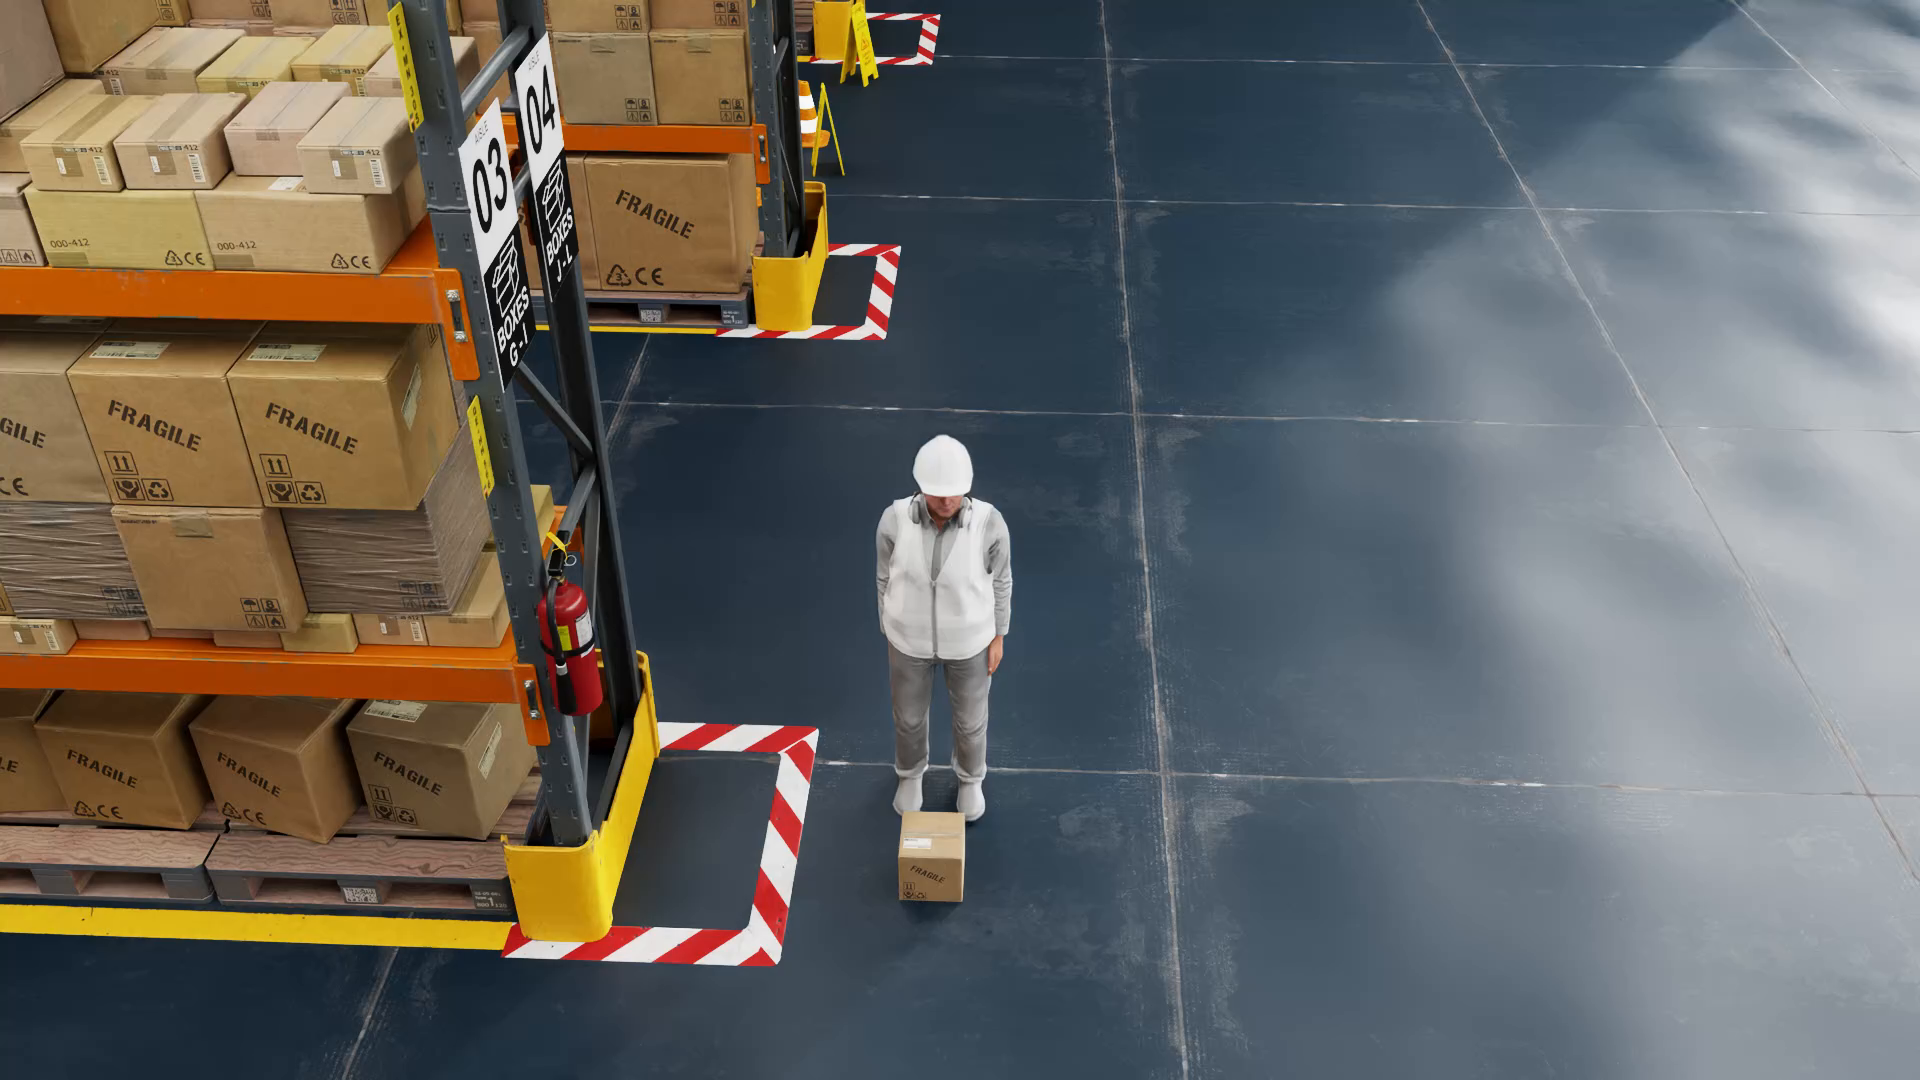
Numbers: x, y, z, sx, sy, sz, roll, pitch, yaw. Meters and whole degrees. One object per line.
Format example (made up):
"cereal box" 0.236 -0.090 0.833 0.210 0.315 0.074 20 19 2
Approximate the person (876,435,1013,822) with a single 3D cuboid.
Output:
"person" -0.063 0.374 6.578 0.532 1.772 0.358 2 36 3
